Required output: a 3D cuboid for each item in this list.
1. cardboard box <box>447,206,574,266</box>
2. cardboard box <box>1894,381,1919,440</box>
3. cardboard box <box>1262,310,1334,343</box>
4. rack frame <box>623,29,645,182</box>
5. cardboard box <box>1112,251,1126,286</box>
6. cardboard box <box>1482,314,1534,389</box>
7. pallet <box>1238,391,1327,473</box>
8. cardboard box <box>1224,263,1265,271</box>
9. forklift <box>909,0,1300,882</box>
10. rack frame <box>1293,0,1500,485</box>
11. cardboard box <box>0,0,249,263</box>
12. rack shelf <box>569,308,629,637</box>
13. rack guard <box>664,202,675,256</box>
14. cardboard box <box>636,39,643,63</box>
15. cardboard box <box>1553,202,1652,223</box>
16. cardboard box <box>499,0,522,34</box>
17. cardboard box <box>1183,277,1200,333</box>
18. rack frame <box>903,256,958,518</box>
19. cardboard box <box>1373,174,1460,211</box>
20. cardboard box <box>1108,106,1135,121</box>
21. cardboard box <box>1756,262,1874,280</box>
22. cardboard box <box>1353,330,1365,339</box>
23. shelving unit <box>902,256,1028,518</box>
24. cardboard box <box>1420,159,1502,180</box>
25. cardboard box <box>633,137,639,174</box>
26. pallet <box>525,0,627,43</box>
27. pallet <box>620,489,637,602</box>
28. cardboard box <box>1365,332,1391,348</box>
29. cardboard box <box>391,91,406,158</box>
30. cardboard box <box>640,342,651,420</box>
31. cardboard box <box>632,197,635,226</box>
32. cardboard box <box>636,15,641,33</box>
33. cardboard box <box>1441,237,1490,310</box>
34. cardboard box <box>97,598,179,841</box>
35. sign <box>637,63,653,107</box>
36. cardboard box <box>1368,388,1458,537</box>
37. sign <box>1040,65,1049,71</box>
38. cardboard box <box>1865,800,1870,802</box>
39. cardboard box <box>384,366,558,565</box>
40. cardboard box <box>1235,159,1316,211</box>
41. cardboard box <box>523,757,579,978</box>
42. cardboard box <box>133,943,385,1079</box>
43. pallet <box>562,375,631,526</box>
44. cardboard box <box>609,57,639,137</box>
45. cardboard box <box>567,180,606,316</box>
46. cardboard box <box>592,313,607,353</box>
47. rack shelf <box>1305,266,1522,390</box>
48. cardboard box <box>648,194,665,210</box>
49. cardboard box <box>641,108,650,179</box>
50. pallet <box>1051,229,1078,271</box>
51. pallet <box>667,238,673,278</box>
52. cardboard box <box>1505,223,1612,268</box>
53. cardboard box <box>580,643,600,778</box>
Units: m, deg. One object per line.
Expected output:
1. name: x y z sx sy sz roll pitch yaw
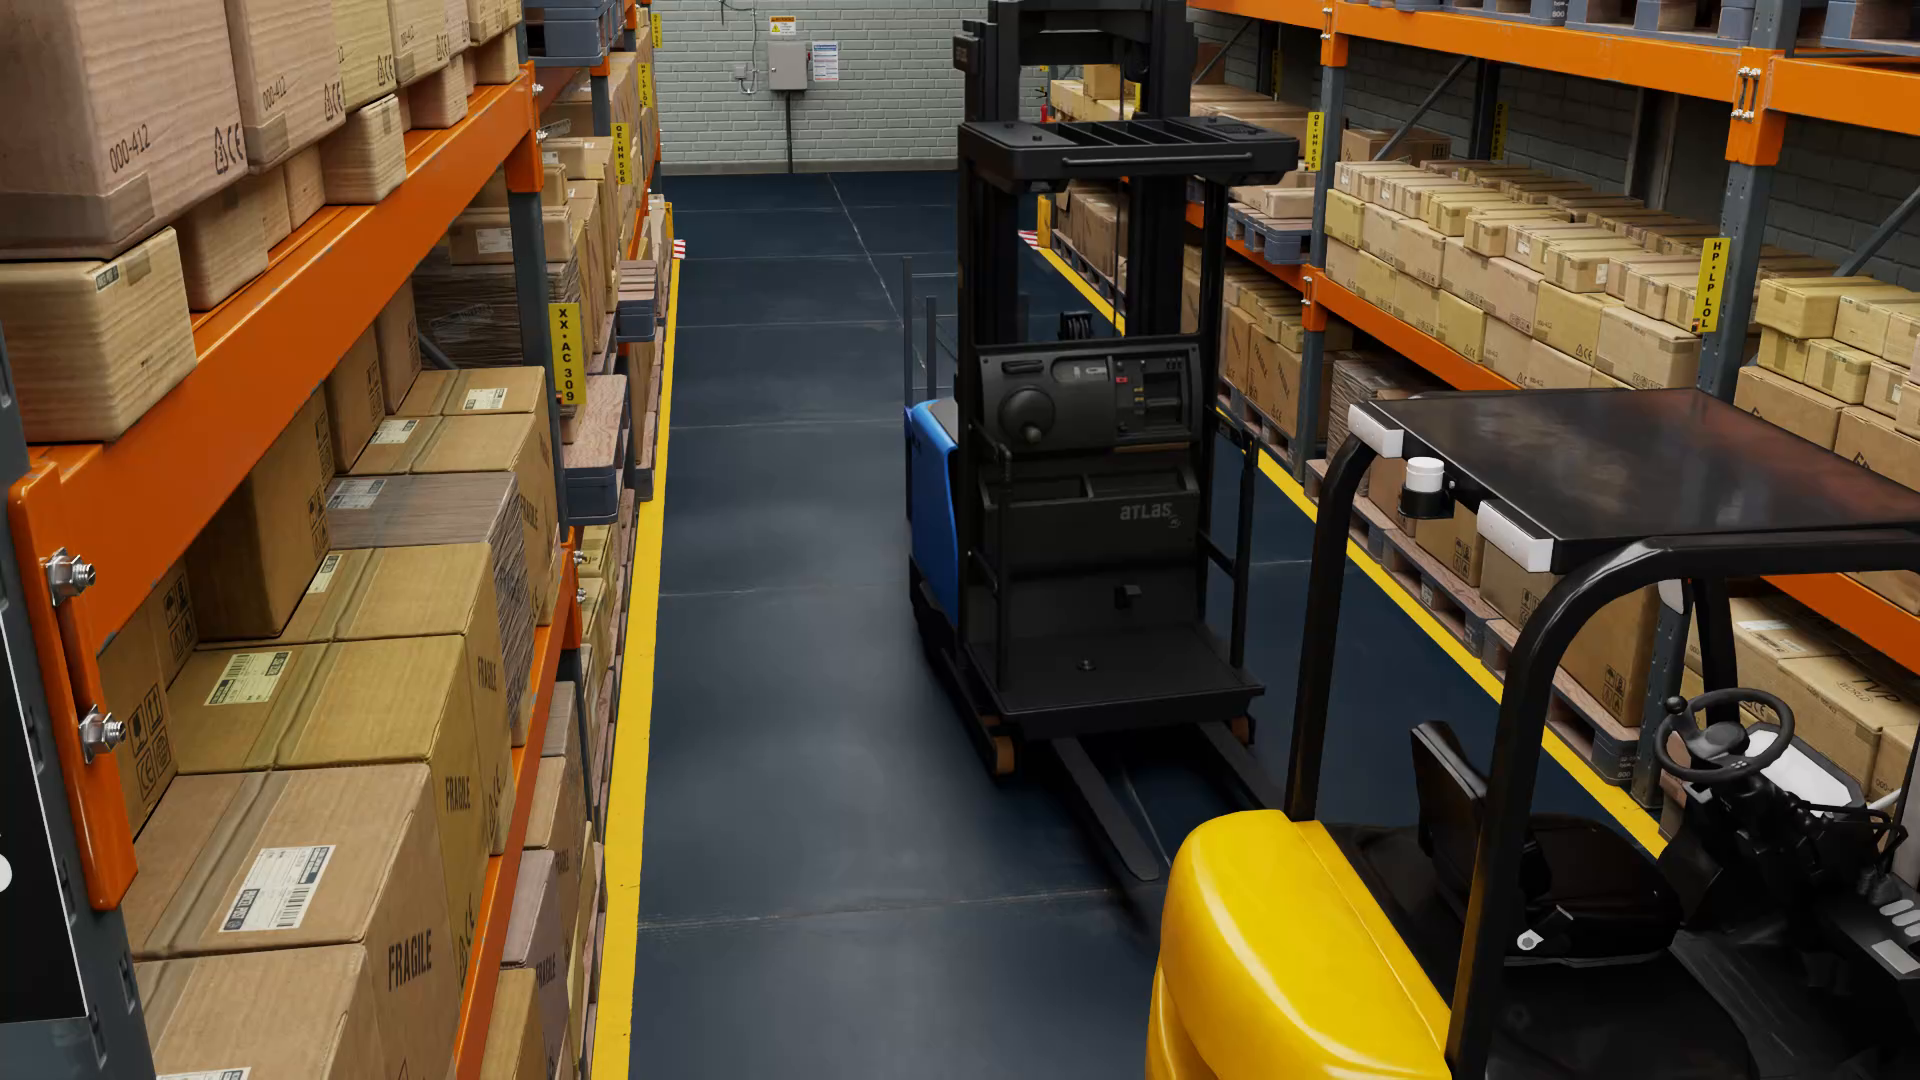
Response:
1. cardboard box: -1.500 -1.021 5.566 0.380 0.149 0.250 -3 21 -8
2. cardboard box: 2.981 -0.364 4.834 0.380 0.149 0.250 -2 21 -7
3. cardboard box: 2.161 -1.370 10.643 0.380 0.149 0.250 -4 21 -11
4. rack frame: -2.935 -2.923 12.755 1.000 3.000 0.127 -3 21 -8
5. cardboard box: 1.554 -2.392 14.641 0.396 0.266 0.258 -2 21 -6
6. cardboard box: 2.679 -0.843 7.400 0.500 0.250 0.500 -3 21 -7
7. pallet: 2.483 -0.744 10.906 1.003 0.211 1.213 -3 21 -8
8. cardboard box: 2.015 -1.918 12.109 0.380 0.149 0.250 -2 21 -6
9. forklift: 0.587 -0.571 6.556 1.130 2.935 3.031 -5 21 -12
10. rack frame: 2.553 -1.790 9.721 1.000 3.000 0.127 -3 21 -8
11. cardboard box: -1.014 -0.430 1.582 0.500 0.250 0.500 -3 21 -9
12. rack shelf: -2.070 -0.508 7.319 1.077 0.370 4.000 -3 21 -8
13. rack guard: -3.515 -3.145 16.923 1.175 0.500 0.348 -3 21 -8
14. cardboard box: -2.831 -3.790 13.506 0.500 0.500 0.500 -3 21 -8
15. cardboard box: 3.040 -1.507 7.895 0.380 0.149 0.250 -2 21 -6
16. cardboard box: -1.452 -1.487 4.414 0.500 0.250 0.500 -3 21 -8
17. cardboard box: 1.977 -1.665 12.358 0.500 0.500 0.500 -4 21 -9
18. rack frame: -0.061 -0.849 9.346 0.500 1.500 0.032 -3 21 -8
19. cardboard box: 2.409 -1.835 8.772 0.380 0.149 0.250 -2 21 -6
20. cardboard box: 1.574 -3.580 14.304 0.500 0.250 0.500 -3 21 -8
21. cardboard box: 3.304 -0.983 6.492 0.380 0.149 0.250 -4 21 -10
22. cardboard box: 2.718 -1.146 10.971 0.500 0.500 0.500 -3 21 -8
23. shelving unit: 0.012 -0.673 8.875 0.538 1.500 1.048 -3 21 -8
24. cardboard box: 2.800 -2.038 9.315 0.380 0.149 0.250 -2 21 -6
25. cardboard box: -2.471 -2.595 11.376 0.500 0.250 0.500 -2 21 -6
26. pallet: -1.918 -2.048 6.395 1.213 0.211 1.003 -3 21 -8
27. pallet: -2.247 0.039 8.810 1.003 0.211 1.213 -3 21 -8
28. cardboard box: 2.786 -1.316 10.497 0.380 0.149 0.250 -2 21 -5
29. cardboard box: -1.200 -0.723 2.937 0.380 0.149 0.250 -3 21 -9
30. cardboard box: -2.500 -1.292 10.824 0.875 0.875 0.875 -3 21 -7
31. cardboard box: -2.416 -2.179 10.978 0.500 0.250 0.500 -3 21 -8
32. cardboard box: -2.925 -4.393 14.191 0.380 0.149 0.250 -3 21 -8
33. cardboard box: 2.602 -1.256 7.793 0.500 0.250 0.500 -3 21 -7
34. cardboard box: -1.561 0.236 2.301 0.700 0.500 0.500 -3 21 -7
35. sign: -2.400 -3.459 12.648 0.100 0.325 0.005 -3 21 -8
36. cardboard box: 2.731 -0.431 8.878 0.875 0.625 0.625 -2 21 -6
37. sign: 0.863 -4.938 16.912 0.100 0.325 0.005 -3 21 -8
38. cardboard box: 2.968 0.810 5.376 0.500 0.250 0.500 -3 21 -8
39. cardboard box: -1.472 -0.198 4.891 0.500 0.500 0.500 -3 21 -9
40. cardboard box: 2.080 -2.265 10.608 0.500 0.250 0.500 -4 21 -10
41. cardboard box: -1.356 0.954 4.632 0.500 0.500 0.500 -3 21 -7
42. cardboard box: -0.999 0.868 2.038 0.500 0.500 0.500 -3 21 -9
43. pallet: -1.748 -0.335 6.101 1.003 0.211 1.213 -3 21 -8
44. cardboard box: -2.540 -3.117 11.704 0.500 0.500 0.500 -3 21 -7
45. cardboard box: -1.781 -1.235 7.068 0.500 0.500 0.500 -4 21 -10
46. cardboard box: -1.709 -0.892 7.076 0.380 0.149 0.250 -2 21 -6
47. rack shelf: 2.841 -0.760 7.992 1.077 0.370 4.000 -3 21 -8
48. cardboard box: -3.318 -3.081 16.239 0.875 0.438 0.875 -4 21 -10
49. cardboard box: -2.744 -3.145 13.208 0.500 0.500 0.500 -2 21 -6
50. pallet: 1.526 -2.951 16.815 1.003 0.211 1.213 -3 21 -8
51. pallet: -3.319 -2.729 16.220 1.003 0.211 1.213 -3 21 -8
52. cardboard box: 2.647 -1.303 7.349 0.380 0.149 0.250 -3 21 -7
53. cardboard box: -1.860 0.700 6.211 0.950 0.372 0.625 -3 21 -7
